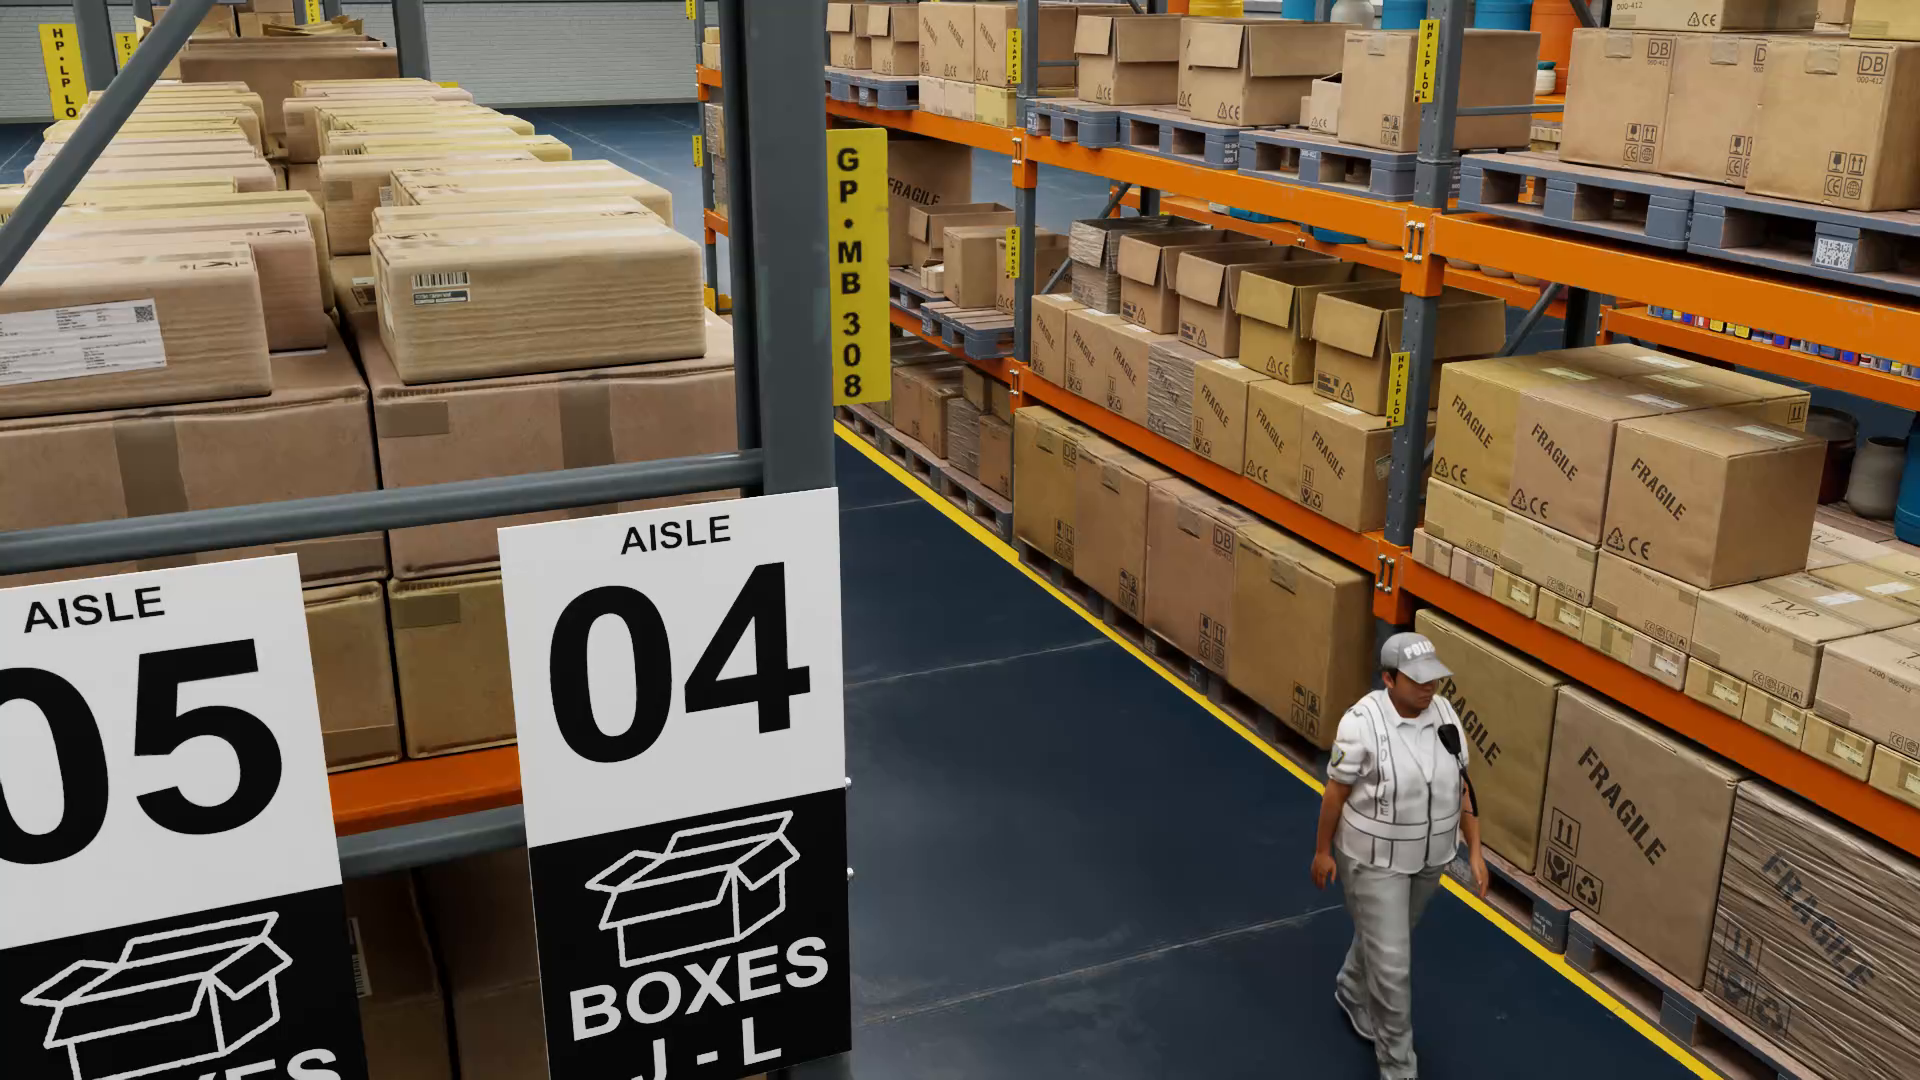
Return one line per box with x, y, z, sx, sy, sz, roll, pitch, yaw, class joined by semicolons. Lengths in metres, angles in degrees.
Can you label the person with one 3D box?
1.563;1.136;5.765;0.516;1.680;0.794;-7;20;-21;person
